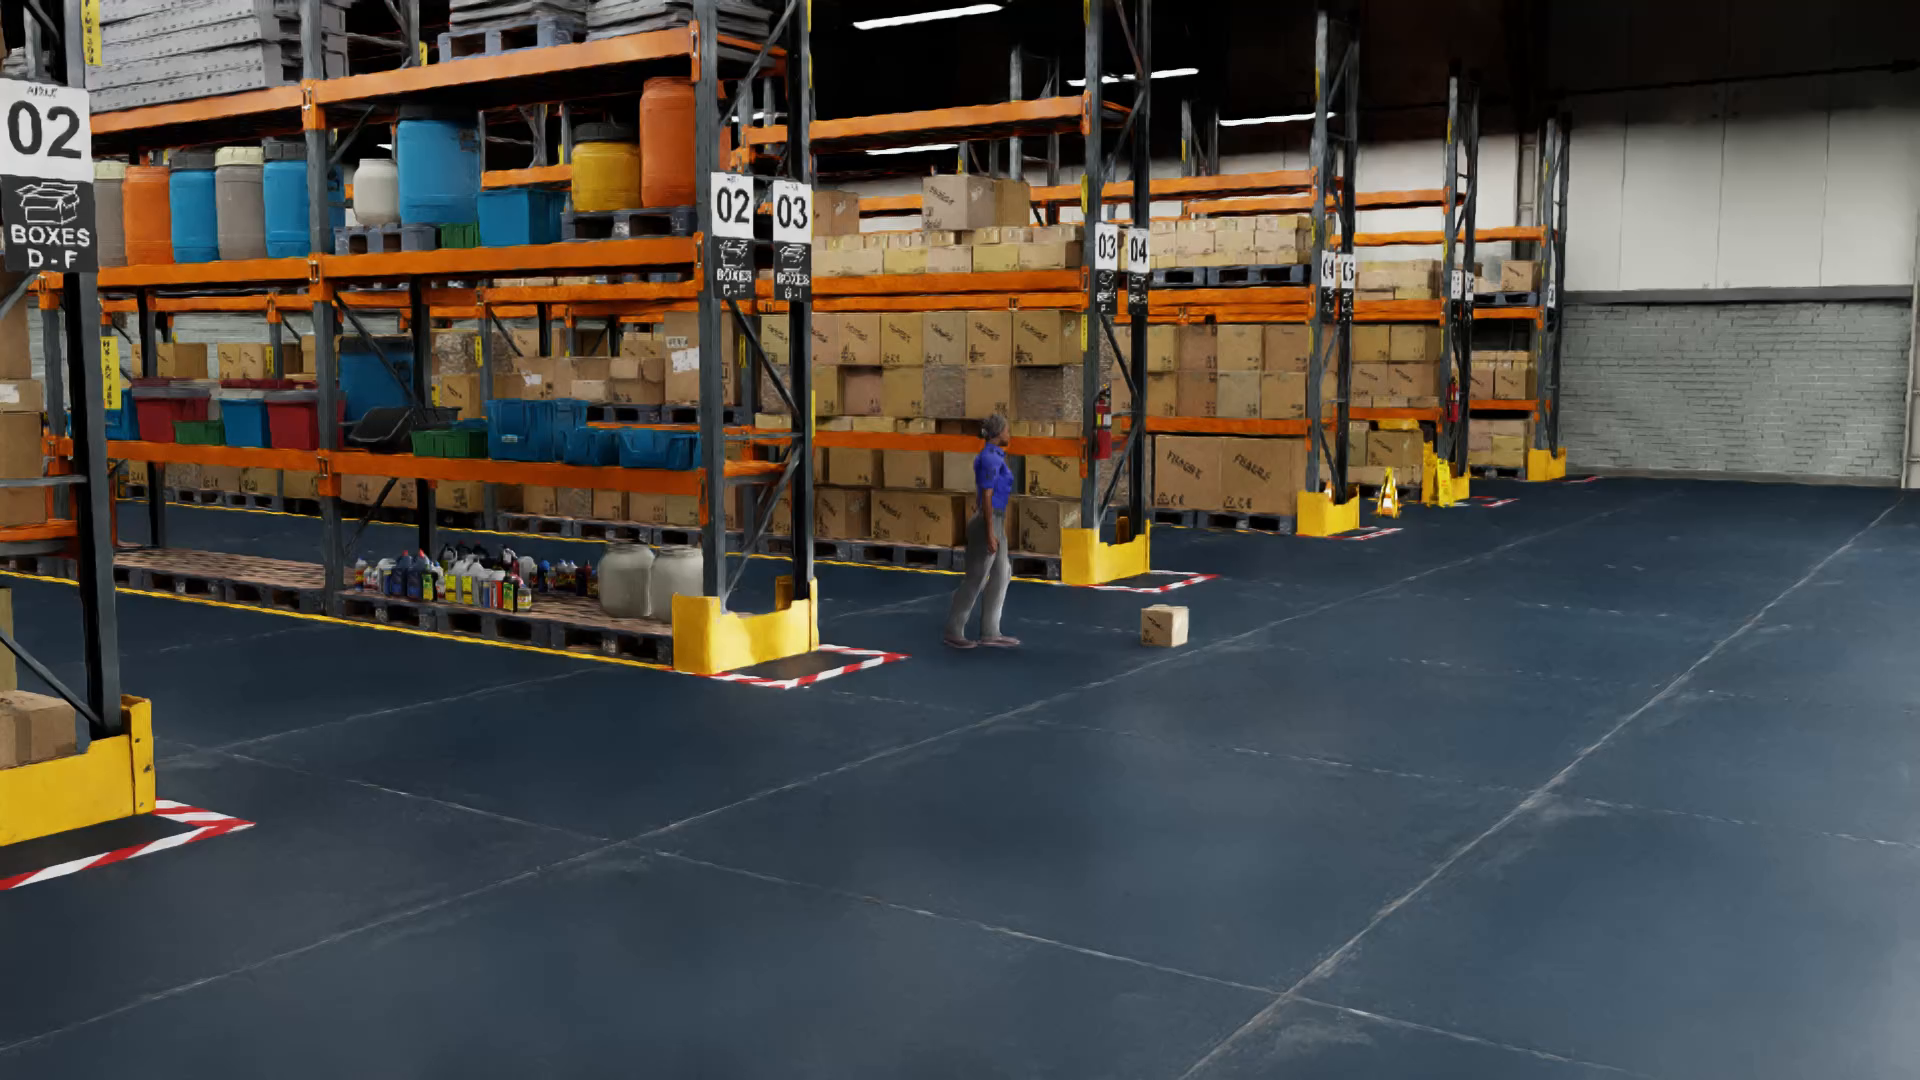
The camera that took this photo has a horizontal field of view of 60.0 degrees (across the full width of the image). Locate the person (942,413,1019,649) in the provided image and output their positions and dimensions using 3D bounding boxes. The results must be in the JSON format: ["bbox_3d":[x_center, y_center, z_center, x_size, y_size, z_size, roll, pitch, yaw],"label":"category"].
[{"bbox_3d":[0.145,-0.065,11.634,0.546,1.646,0.498,0,6,0],"label":"person"}]
